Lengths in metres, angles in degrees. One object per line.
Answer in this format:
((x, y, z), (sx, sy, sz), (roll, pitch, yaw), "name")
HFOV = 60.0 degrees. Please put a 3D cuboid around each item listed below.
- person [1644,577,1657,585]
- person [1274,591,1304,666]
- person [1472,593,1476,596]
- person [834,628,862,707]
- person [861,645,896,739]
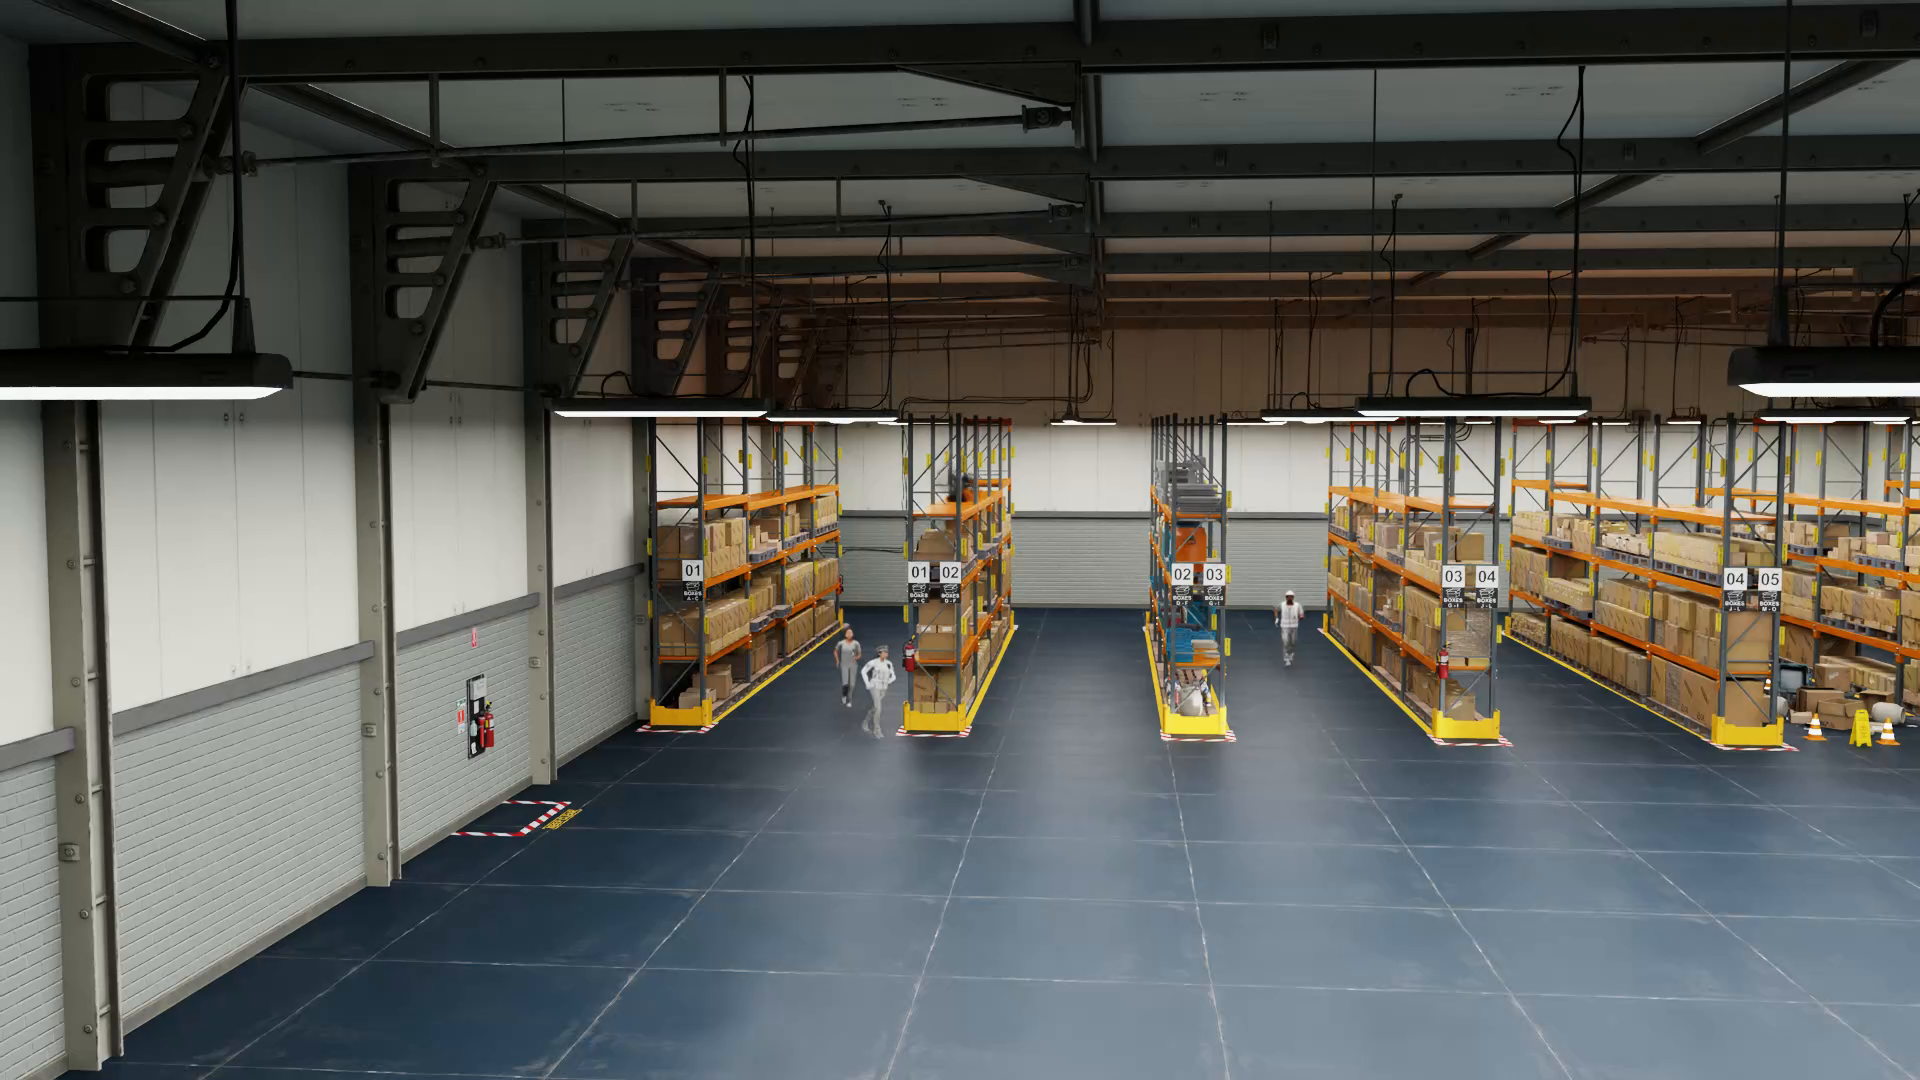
((19.875, 1.822, 47.121), (0.949, 1.542, 0.598), (1, 4, 18), "person")
((7.943, 2.105, 40.095), (0.700, 1.766, 0.998), (0, 4, 6), "person")
((13.764, 1.897, 43.680), (0.710, 1.771, 0.891), (1, 4, 18), "person")
((-2.259, 2.594, 33.709), (0.550, 1.629, 0.565), (-1, 4, -10), "person")
((-1.489, 2.807, 30.986), (0.601, 1.713, 0.766), (-3, 5, -38), "person")
